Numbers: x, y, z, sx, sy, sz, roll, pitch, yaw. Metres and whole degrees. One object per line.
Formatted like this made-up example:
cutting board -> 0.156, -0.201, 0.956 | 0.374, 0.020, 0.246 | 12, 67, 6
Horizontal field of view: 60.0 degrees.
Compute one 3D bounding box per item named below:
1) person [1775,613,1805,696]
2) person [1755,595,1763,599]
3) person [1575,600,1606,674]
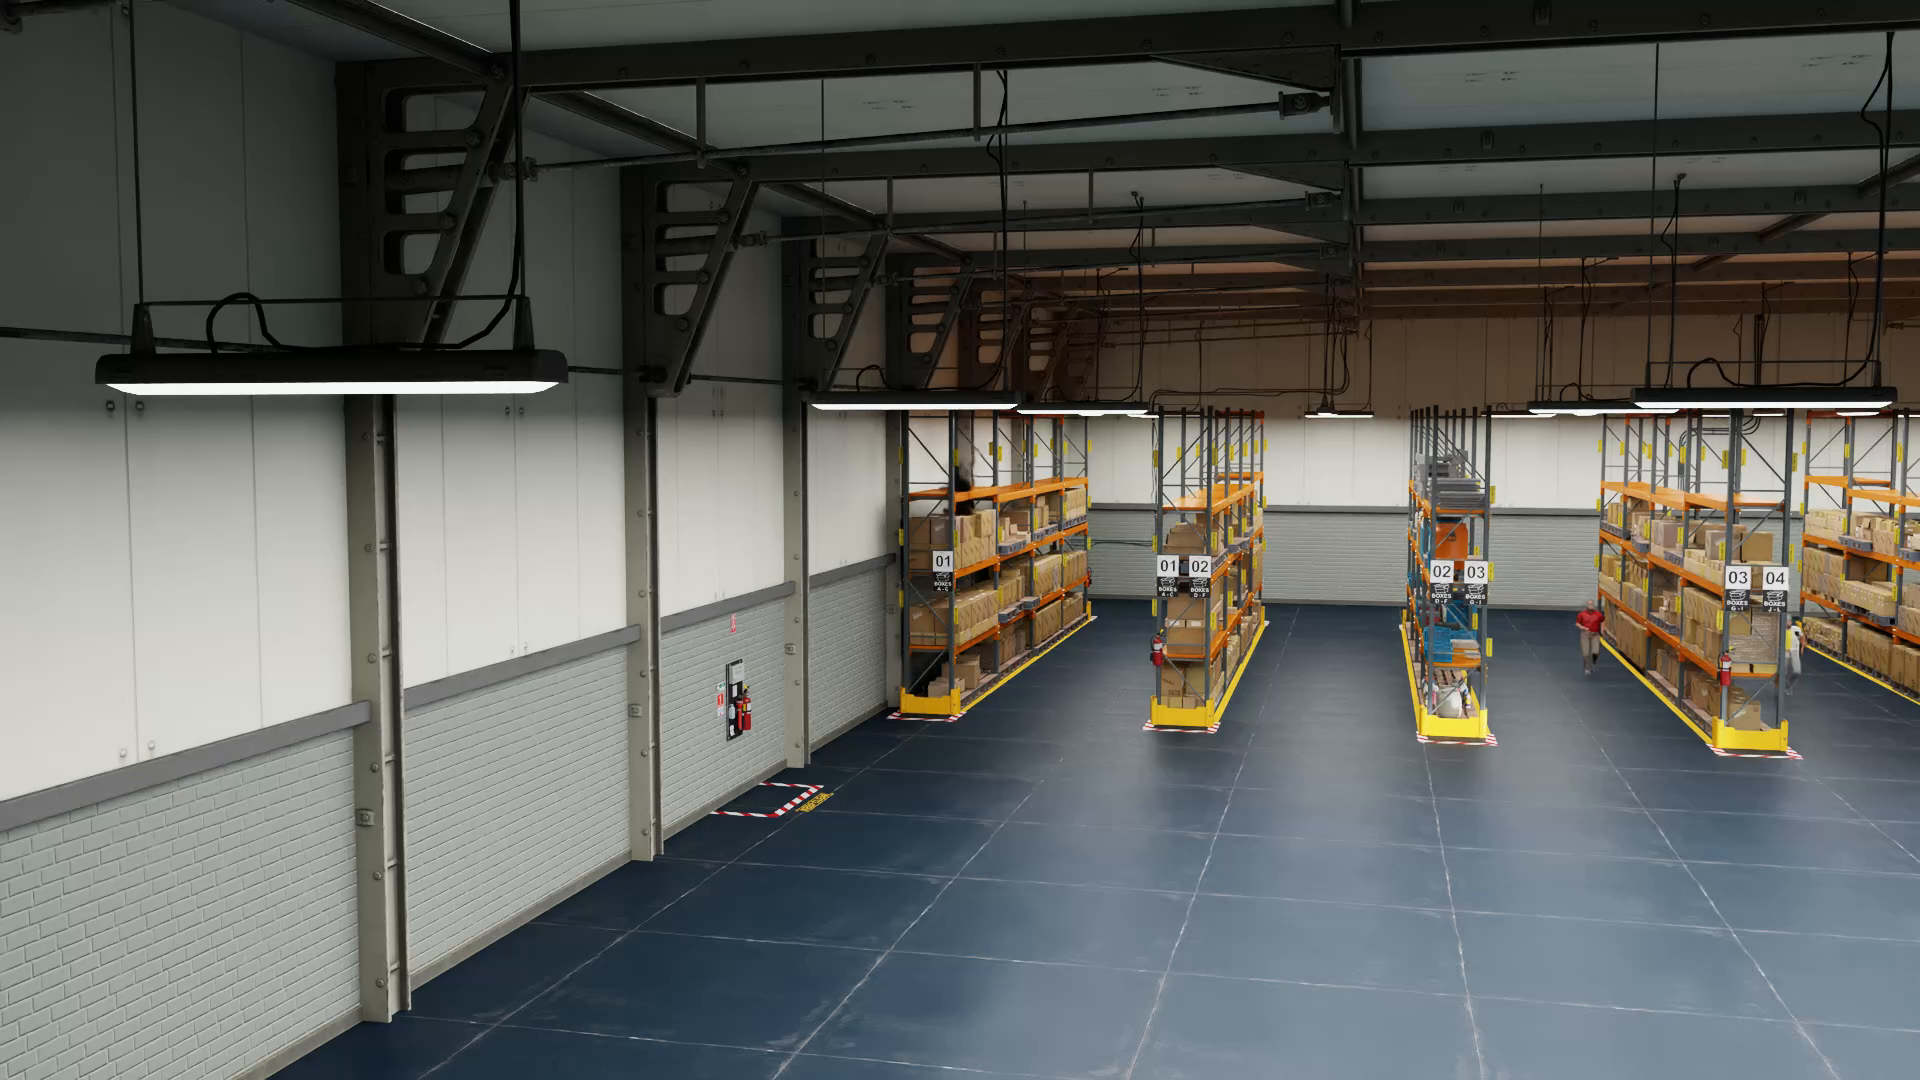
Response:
person -> 17.124, 2.373, 34.348 | 0.679, 1.738, 0.823 | 1, 4, 14
person -> 21.671, 1.699, 44.536 | 0.751, 1.662, 0.839 | -1, 4, -19
person -> 14.179, 2.196, 37.378 | 0.652, 1.685, 0.602 | 1, 4, 16
